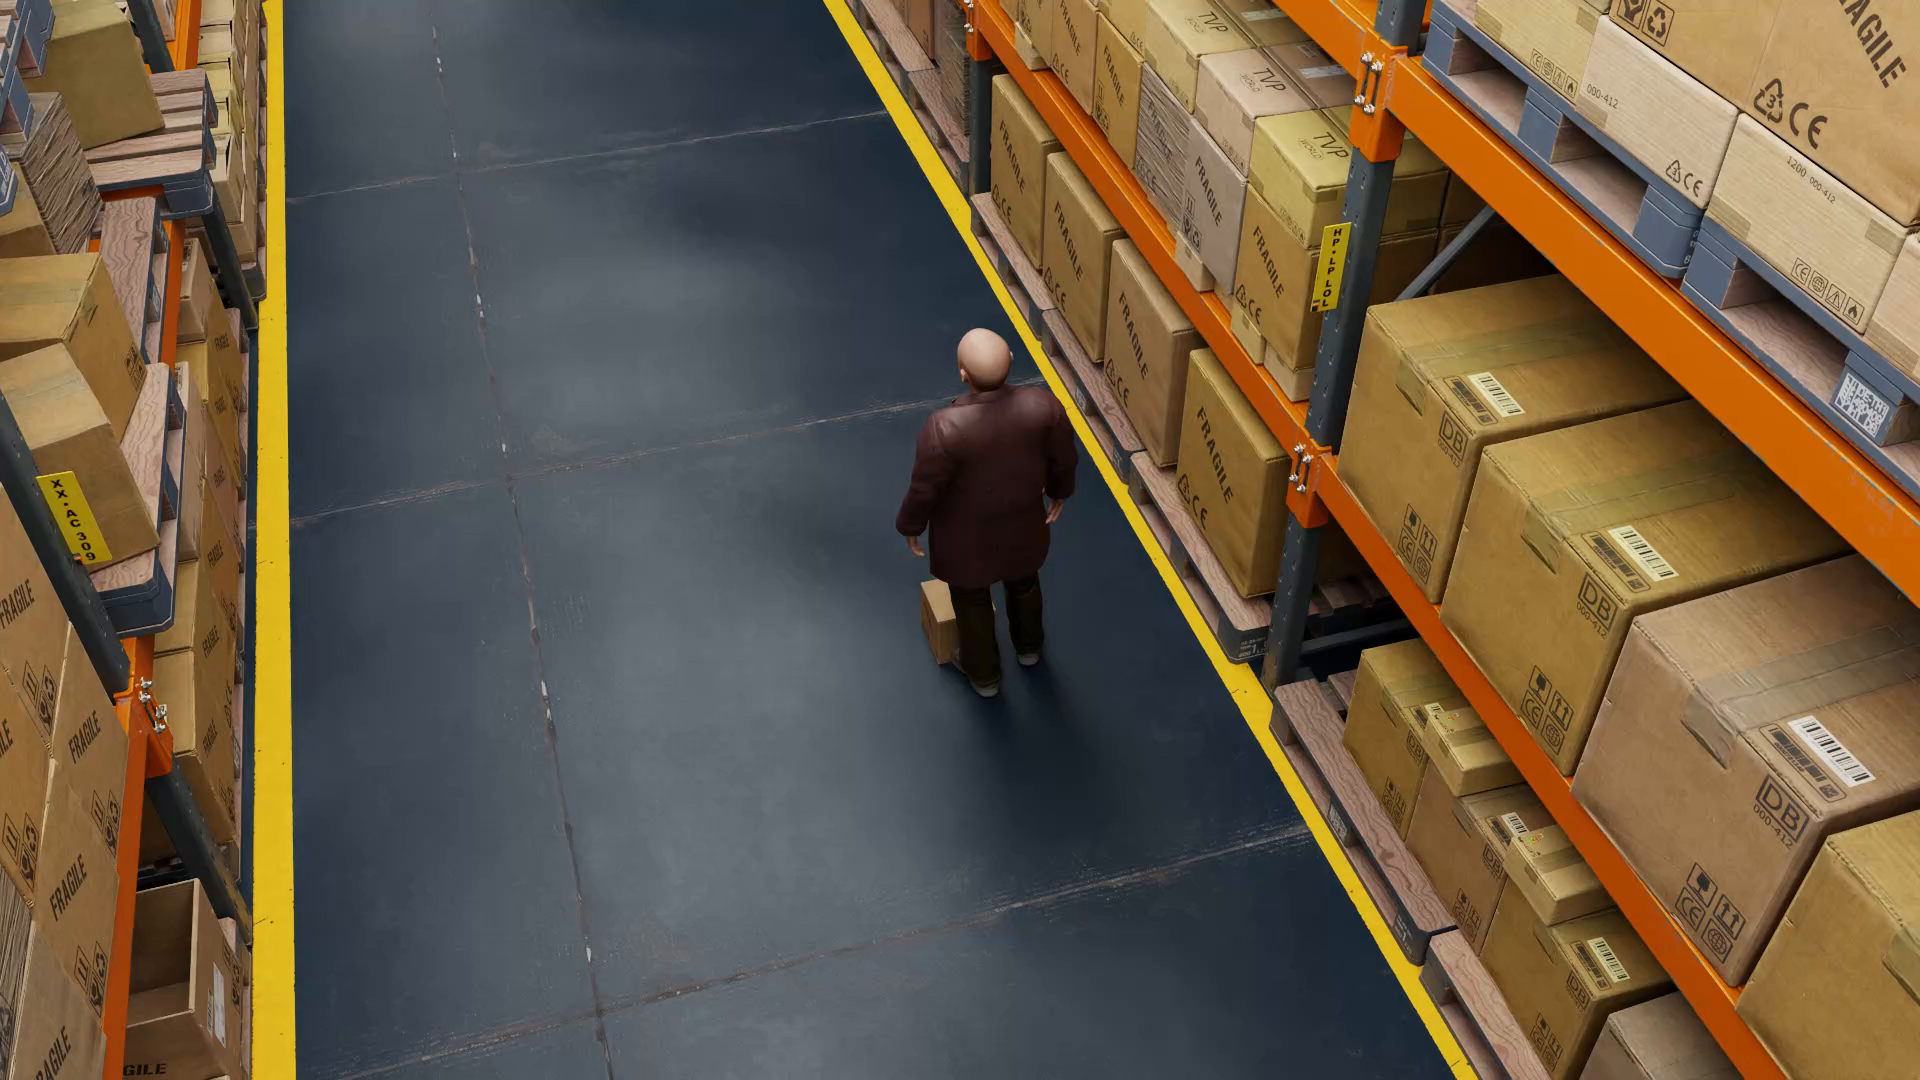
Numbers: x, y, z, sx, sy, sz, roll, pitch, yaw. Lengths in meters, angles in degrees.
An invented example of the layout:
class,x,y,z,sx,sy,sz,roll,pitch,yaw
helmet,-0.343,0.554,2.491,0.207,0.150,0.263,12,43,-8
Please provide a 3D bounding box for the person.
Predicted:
class,x,y,z,sx,sy,sz,roll,pitch,yaw
person,0.076,-0.141,6.316,0.694,1.776,0.582,-11,43,-13
